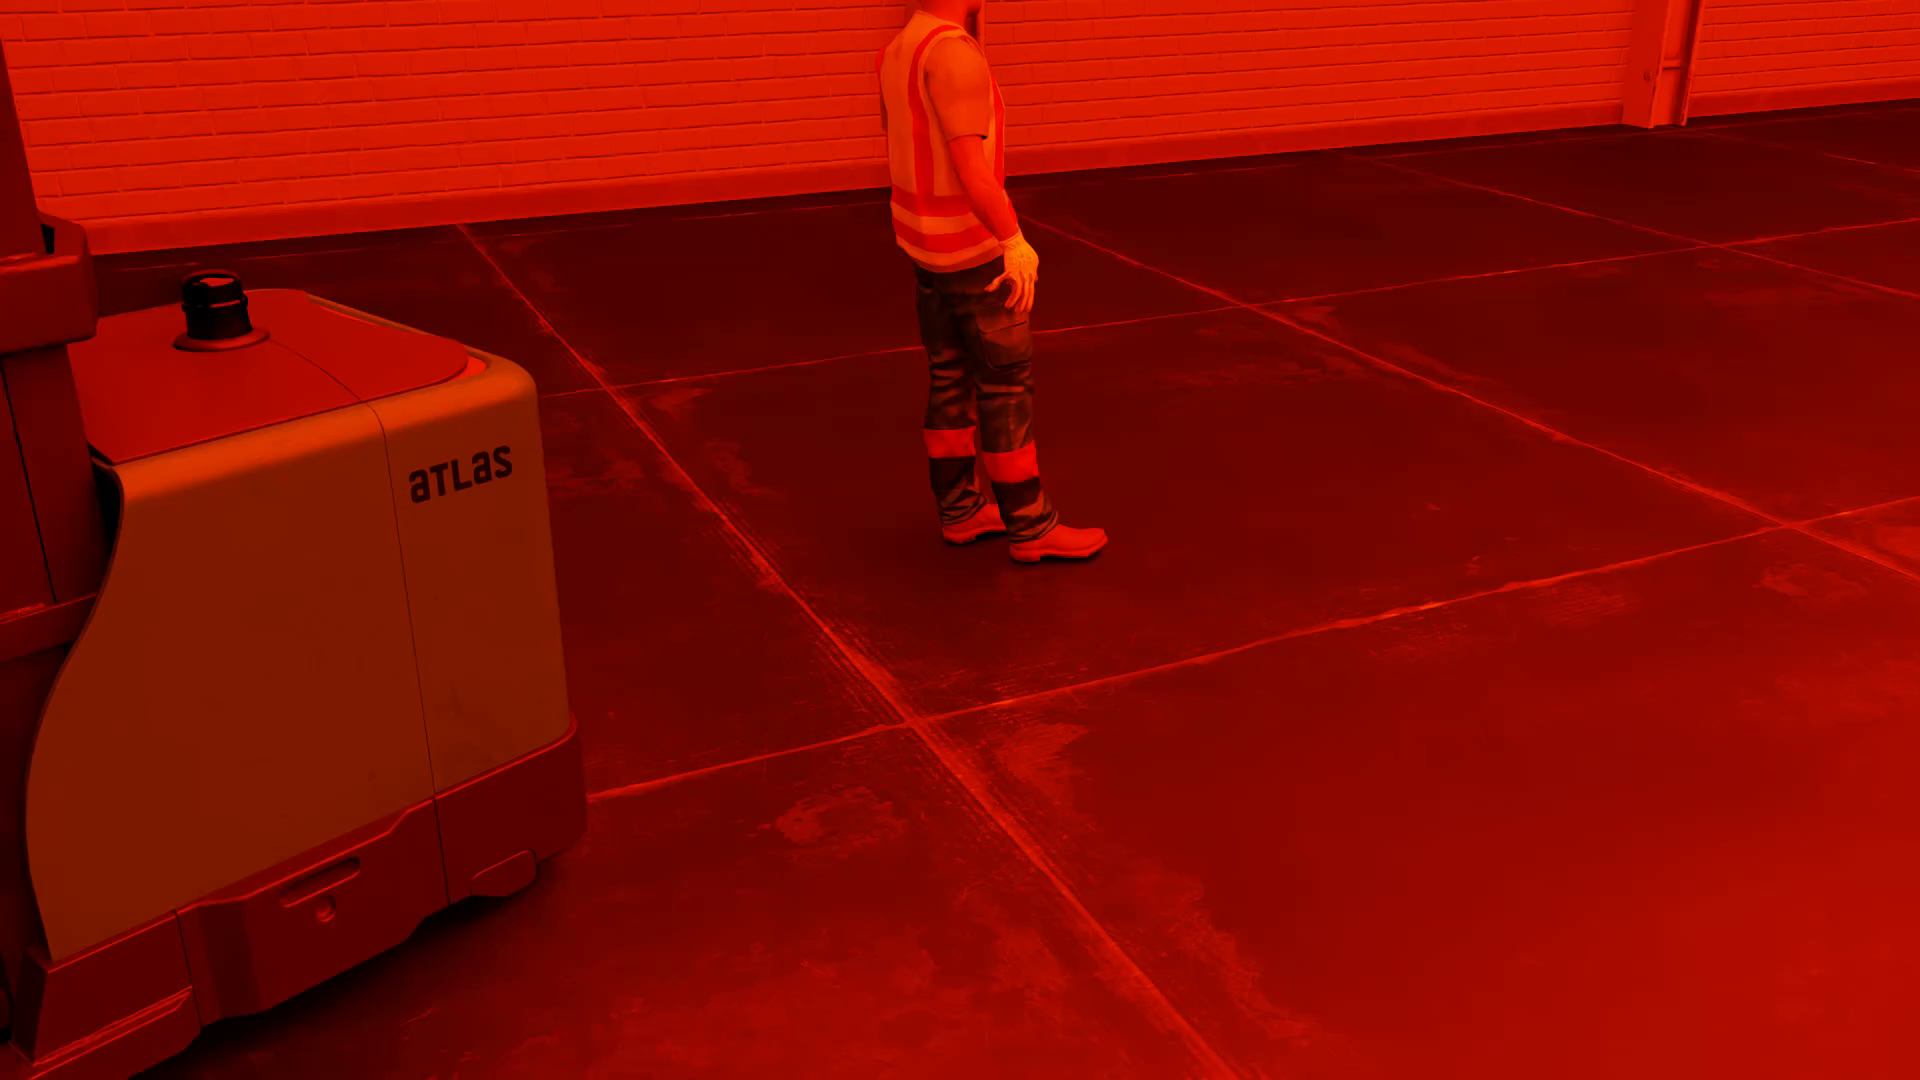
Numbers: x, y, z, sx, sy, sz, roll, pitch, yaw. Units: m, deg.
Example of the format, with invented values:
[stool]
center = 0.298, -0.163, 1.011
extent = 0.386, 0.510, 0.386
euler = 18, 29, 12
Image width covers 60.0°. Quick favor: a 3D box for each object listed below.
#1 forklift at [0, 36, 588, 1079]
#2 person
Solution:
[forklift]
center = -2.137, -0.390, 2.224
extent = 1.130, 2.935, 3.031
euler = 19, 29, 38
[person]
center = 0.078, -0.842, 4.782
extent = 0.564, 1.787, 0.637
euler = -10, 25, -23
